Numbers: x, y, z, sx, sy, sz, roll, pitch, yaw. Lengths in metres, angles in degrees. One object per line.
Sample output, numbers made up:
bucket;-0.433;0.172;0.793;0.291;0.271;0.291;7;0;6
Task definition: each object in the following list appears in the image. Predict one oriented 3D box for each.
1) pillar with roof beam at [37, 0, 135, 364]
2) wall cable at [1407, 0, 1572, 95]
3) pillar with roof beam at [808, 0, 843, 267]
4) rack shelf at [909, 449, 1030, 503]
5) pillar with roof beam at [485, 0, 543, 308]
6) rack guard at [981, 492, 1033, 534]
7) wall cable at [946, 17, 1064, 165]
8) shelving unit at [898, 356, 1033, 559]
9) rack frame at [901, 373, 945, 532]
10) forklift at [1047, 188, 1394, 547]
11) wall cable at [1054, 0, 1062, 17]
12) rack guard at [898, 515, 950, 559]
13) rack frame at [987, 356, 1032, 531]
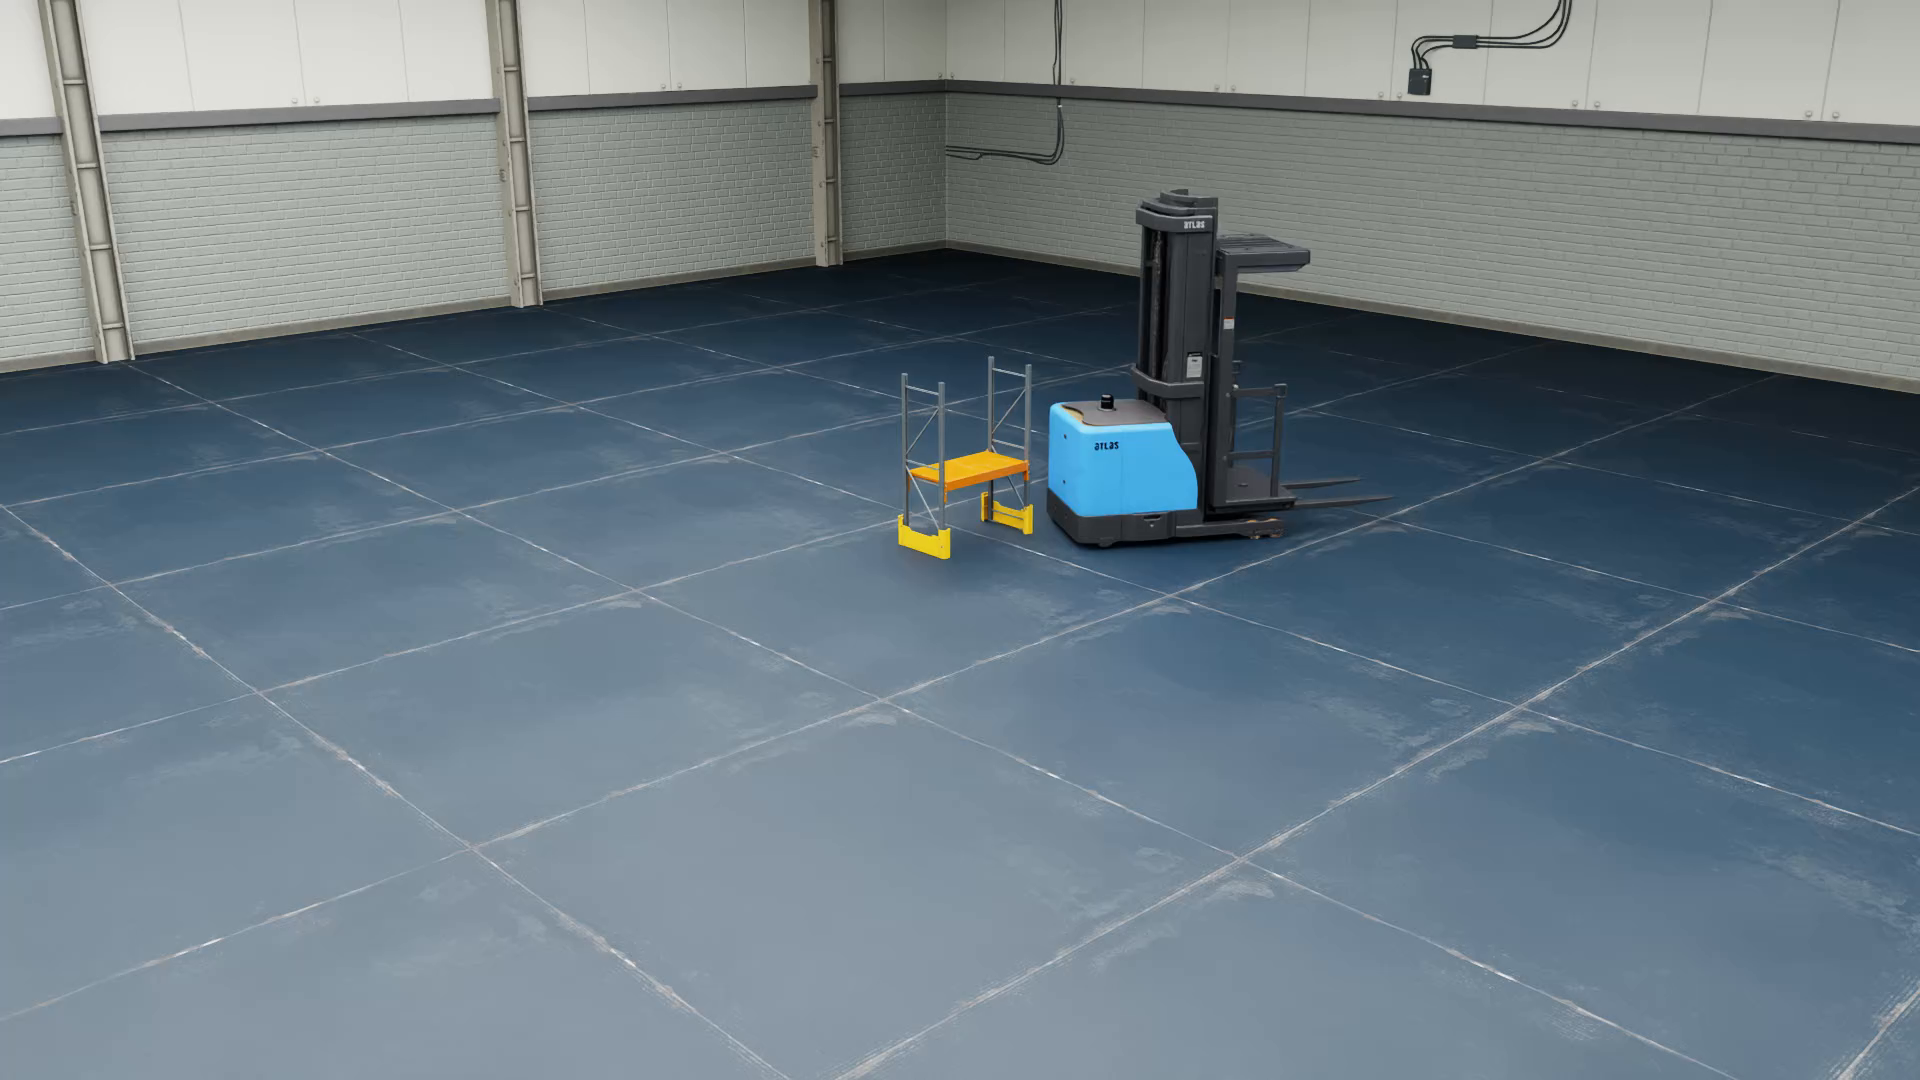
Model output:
pillar with roof beam;-8.092;-5.675;17.398;0.400;9.000;9.100;-16;24;-41
wall cable;7.230;-8.998;22.131;0.169;6.003;2.305;-16;24;-41
pillar with roof beam;0.627;-8.218;25.241;0.400;9.000;9.100;-16;24;-41
rack shelf;0.062;-0.560;14.365;1.000;0.185;0.538;-16;24;-41
pillar with roof beam;-3.732;-6.947;21.319;0.400;9.000;9.100;-16;24;-41
rack guard;0.417;-0.241;14.821;0.087;0.250;0.587;-16;24;-41
wall cable;0.719;-8.034;29.707;0.112;2.526;3.097;-16;24;-41
shelving unit;0.055;-0.730;14.303;1.083;1.500;0.587;-16;24;-41
rack frame;-0.307;-0.624;13.977;0.032;1.500;0.500;-16;24;-41
forklift;2.357;-1.555;14.529;3.031;2.935;1.130;-4;18;-13
wall cable;2.577;-9.830;27.058;0.112;2.526;3.097;-16;24;-41
rack guard;-0.306;-0.030;14.170;0.087;0.250;0.587;-16;24;-41
rack frame;0.431;-0.839;14.641;0.032;1.500;0.500;-16;24;-41
